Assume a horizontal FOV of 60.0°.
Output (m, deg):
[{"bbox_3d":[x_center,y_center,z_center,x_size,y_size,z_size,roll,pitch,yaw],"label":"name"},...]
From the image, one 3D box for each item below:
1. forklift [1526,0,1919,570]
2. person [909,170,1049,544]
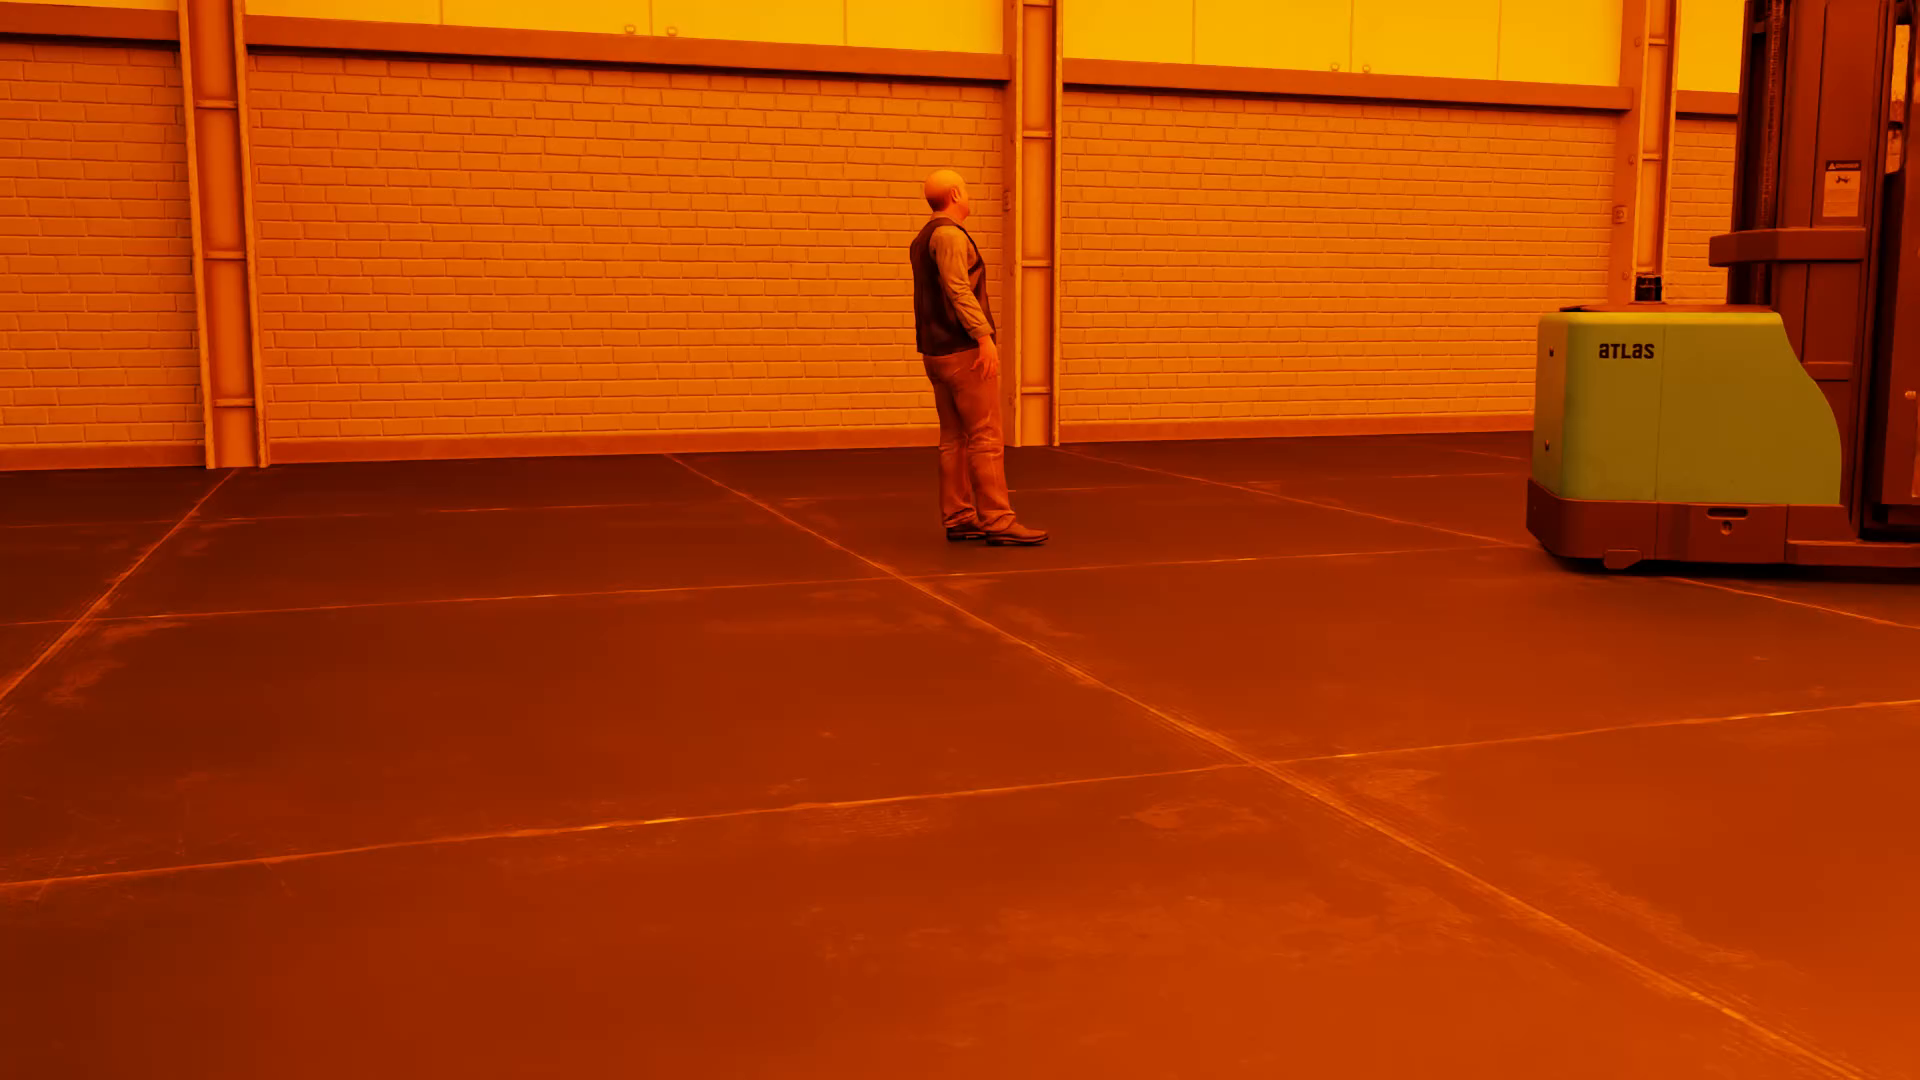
[{"bbox_3d":[4.049,-1.338,6.882,3.031,2.935,1.130,2,8,11],"label":"forklift"},{"bbox_3d":[0.062,-0.862,7.820,0.566,1.722,0.633,-3,8,-18],"label":"person"}]
